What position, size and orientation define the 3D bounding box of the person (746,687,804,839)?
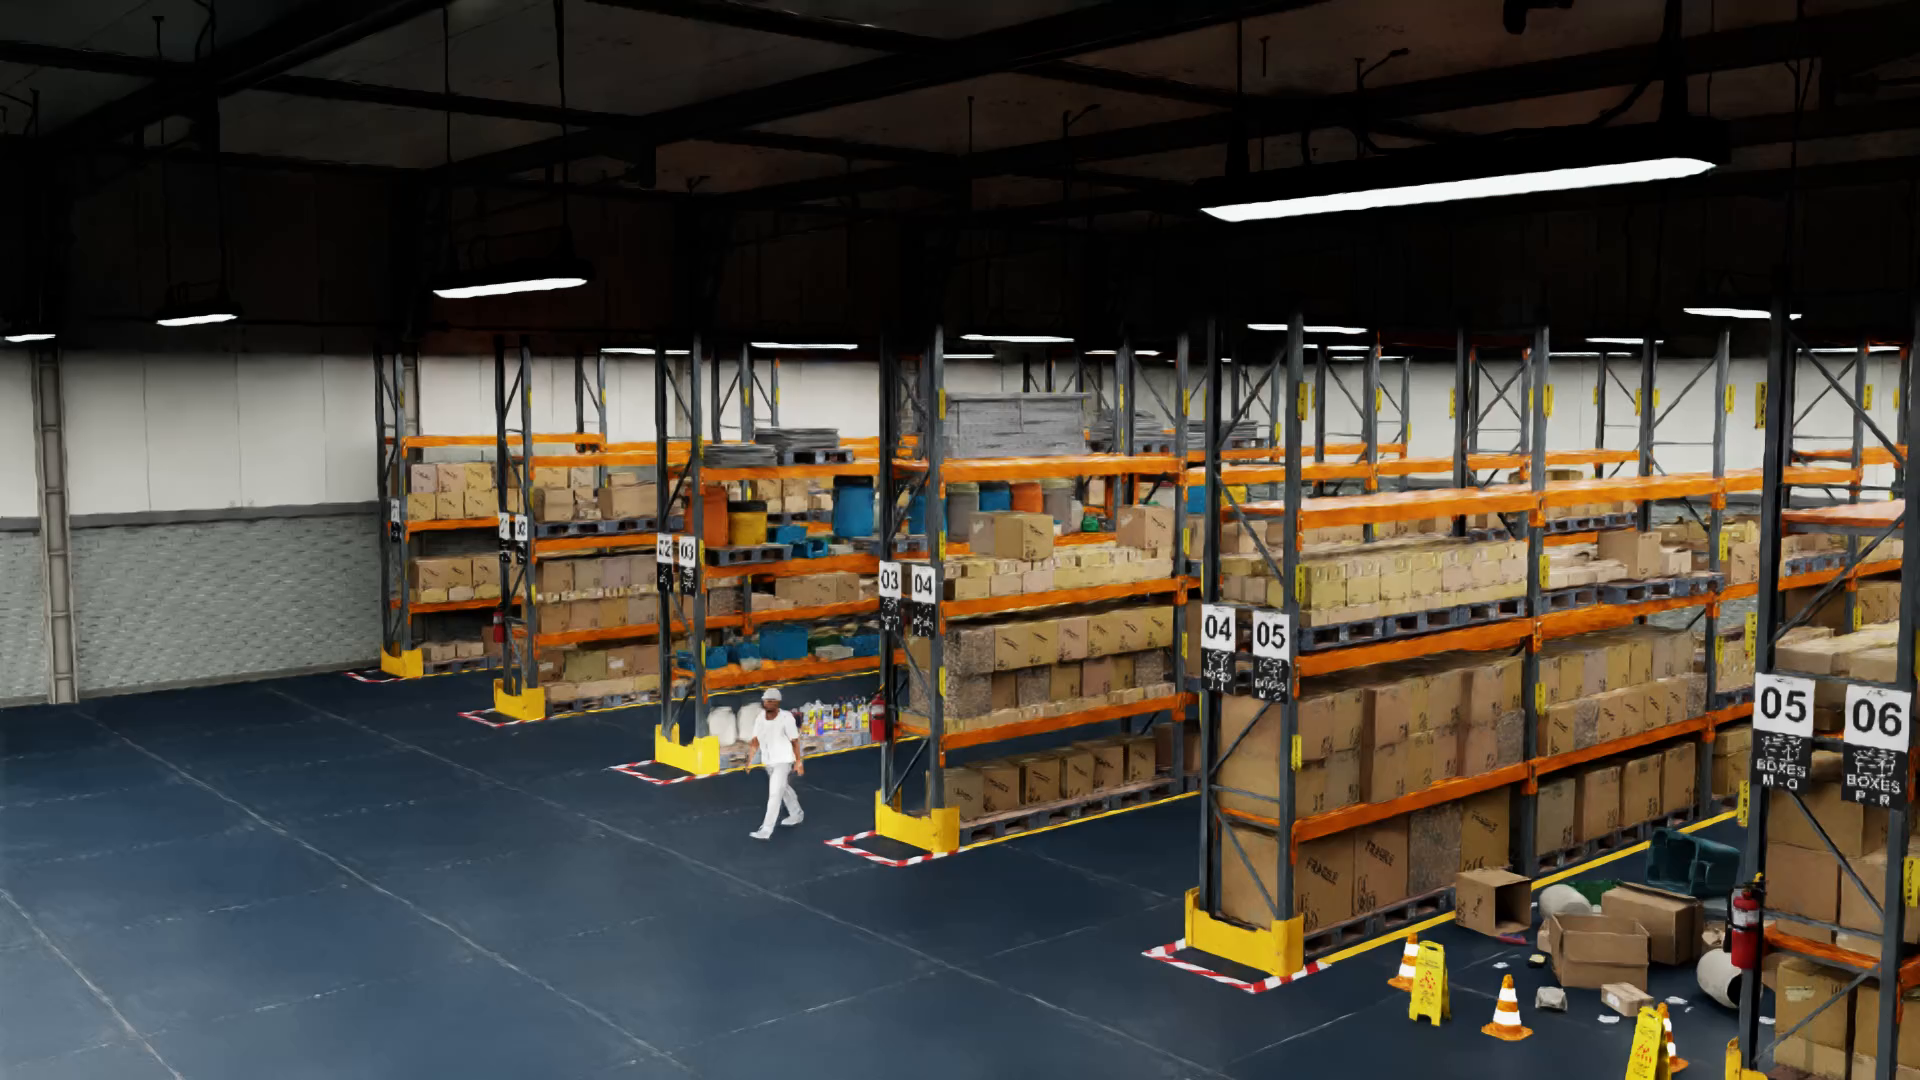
[{"bbox_3d":[-2.163,2.552,19.279,0.571,1.708,1.035,5,7,41],"label":"person"}]
